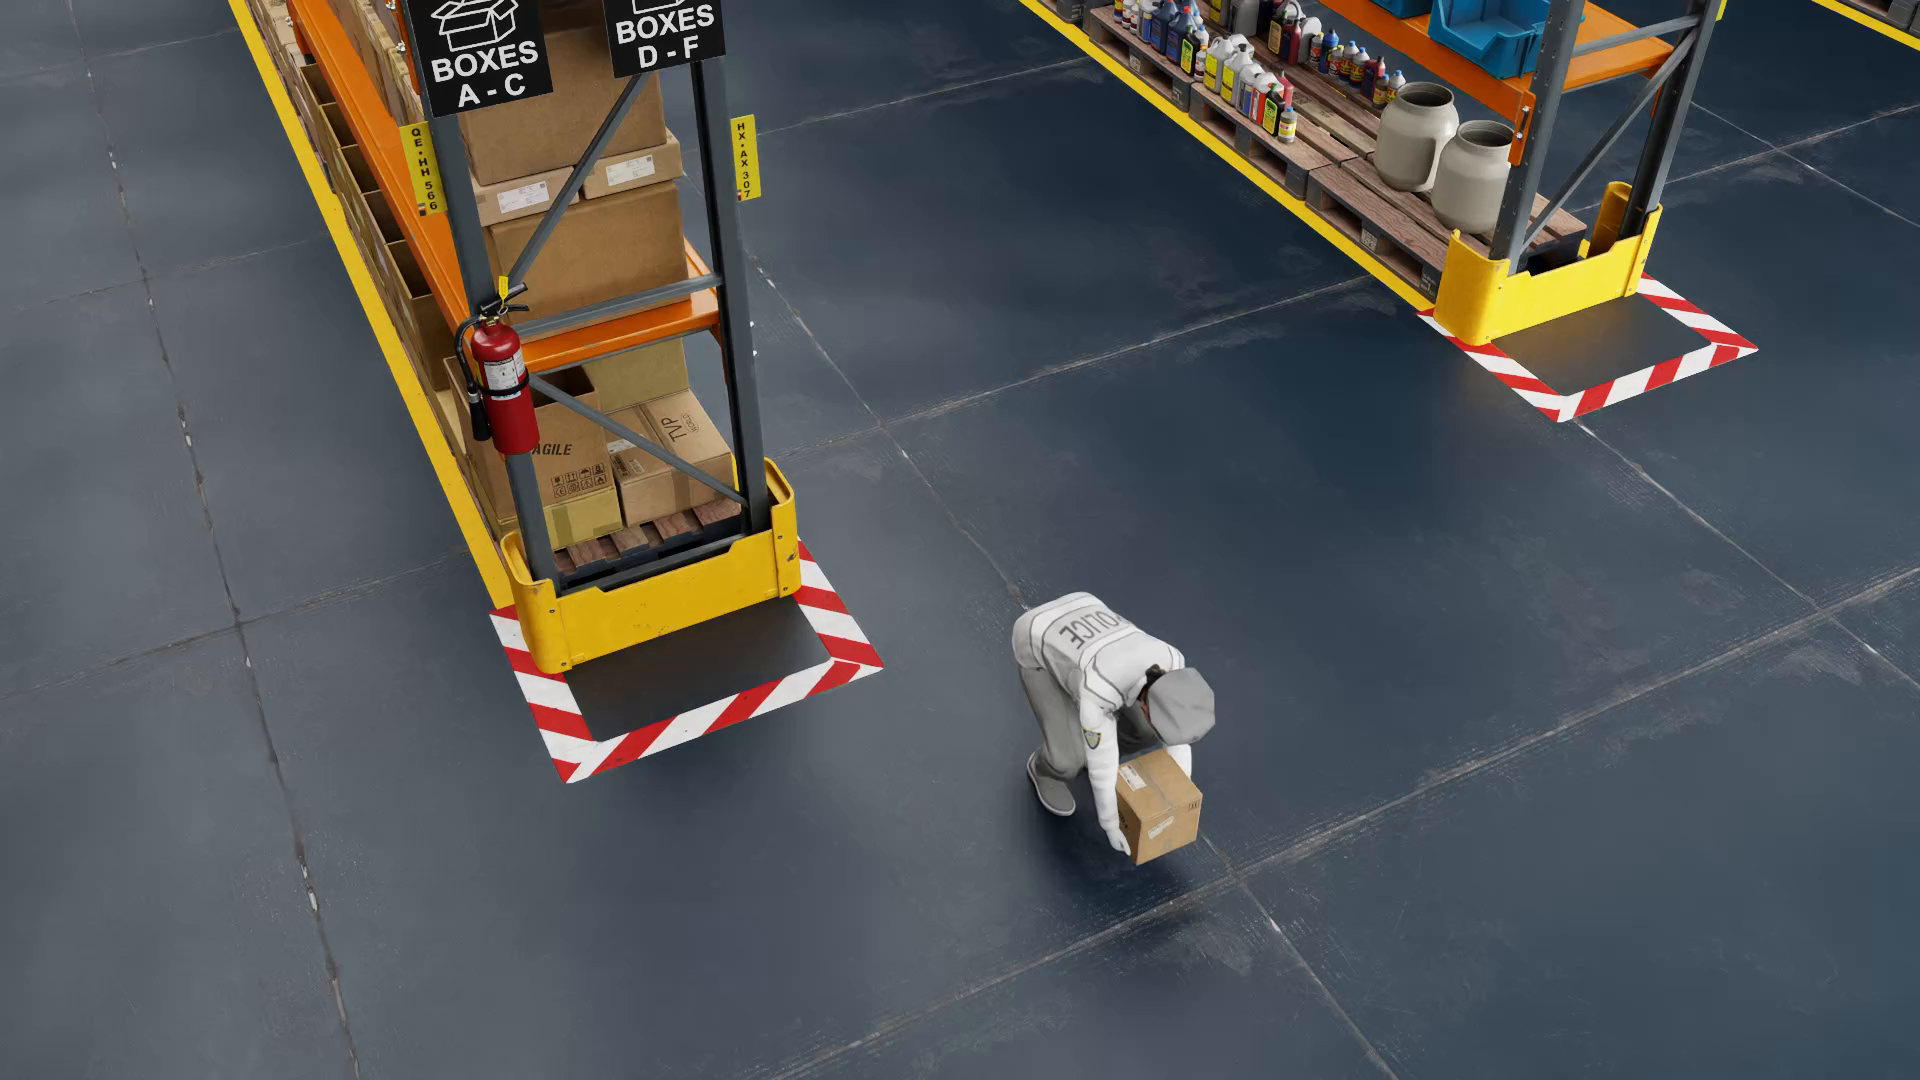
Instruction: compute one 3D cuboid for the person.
[{"bbox_3d":[0.527,0.645,5.947,0.455,0.983,0.906,-21,46,-22],"label":"person"}]
